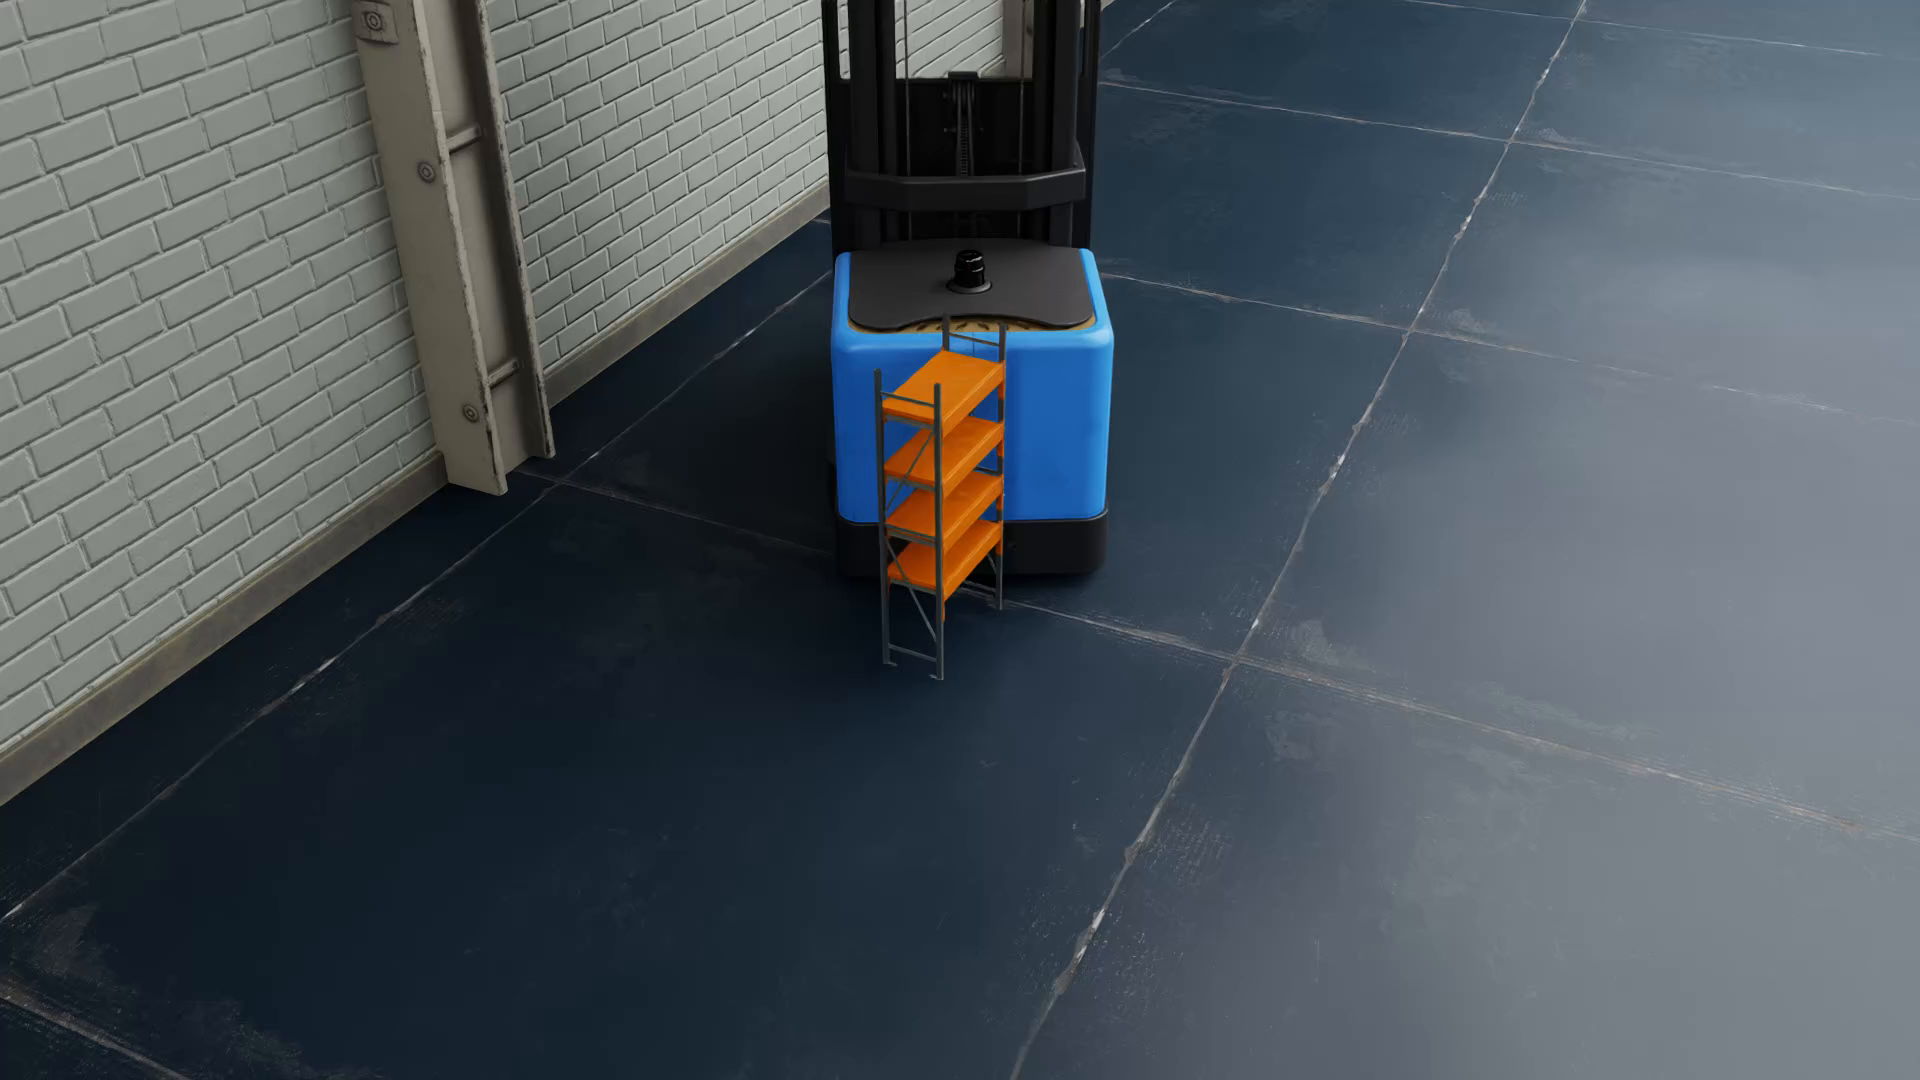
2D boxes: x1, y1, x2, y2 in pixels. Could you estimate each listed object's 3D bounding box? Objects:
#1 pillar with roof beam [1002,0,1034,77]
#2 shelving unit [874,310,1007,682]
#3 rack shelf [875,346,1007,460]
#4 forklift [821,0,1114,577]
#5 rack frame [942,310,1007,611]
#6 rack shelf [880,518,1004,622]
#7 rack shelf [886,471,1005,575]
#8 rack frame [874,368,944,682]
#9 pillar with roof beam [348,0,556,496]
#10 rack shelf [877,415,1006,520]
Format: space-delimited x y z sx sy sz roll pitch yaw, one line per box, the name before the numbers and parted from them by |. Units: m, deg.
pillar with roof beam | 4.419 -6.084 7.822 9.100 9.000 0.400 14 36 20
shelving unit | -0.060 -0.144 5.875 0.258 1.200 0.503 15 36 22
rack shelf | -0.060 -0.473 5.660 0.258 0.148 0.480 15 36 22
forklift | -0.005 -1.860 6.913 1.130 2.935 3.031 -1 33 -2
rack frame | 0.049 -0.264 6.058 0.240 1.200 0.015 15 36 22
rack shelf | -0.060 0.078 6.021 0.258 0.148 0.480 15 36 22
rack shelf | -0.060 -0.088 5.912 0.258 0.148 0.480 15 36 22
rack frame | -0.170 -0.024 5.693 0.240 1.200 0.015 15 36 22
pillar with roof beam | 1.909 -3.096 3.264 9.100 9.000 0.400 14 36 20
rack shelf | -0.060 -0.275 5.790 0.258 0.148 0.480 15 36 22
